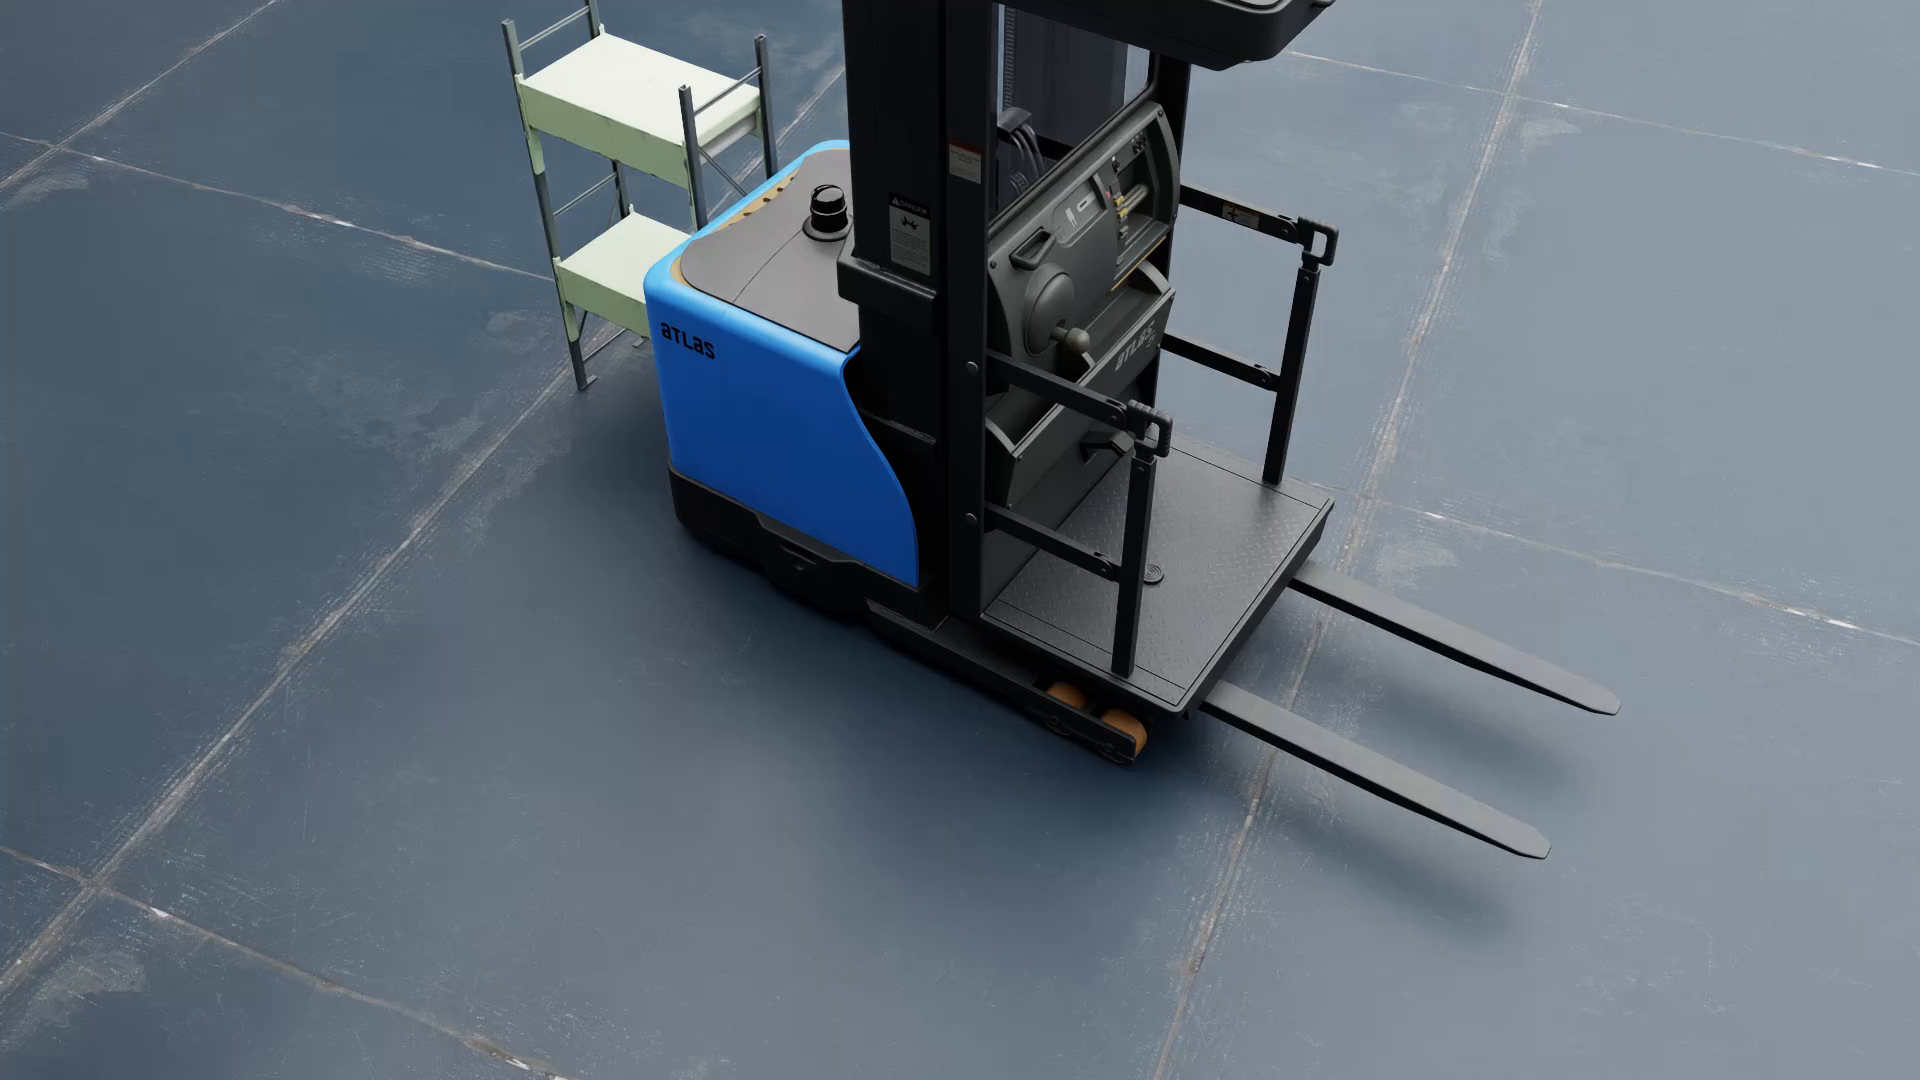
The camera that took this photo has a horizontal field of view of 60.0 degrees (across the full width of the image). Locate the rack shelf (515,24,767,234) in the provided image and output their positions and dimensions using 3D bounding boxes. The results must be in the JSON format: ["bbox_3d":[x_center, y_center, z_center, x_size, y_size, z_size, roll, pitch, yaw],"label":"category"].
[{"bbox_3d":[-1.031,-1.355,5.495,0.720,0.370,0.431,25,50,23],"label":"rack shelf"}]

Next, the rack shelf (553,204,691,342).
[{"bbox_3d":[-1.031,-0.847,6.000,0.720,0.370,0.431,25,50,23],"label":"rack shelf"}]

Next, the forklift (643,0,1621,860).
[{"bbox_3d":[0.525,-0.793,4.469,3.031,2.935,1.130,25,50,23],"label":"forklift"}]

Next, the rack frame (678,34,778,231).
[{"bbox_3d":[-0.726,-0.935,5.626,0.023,1.500,0.400,25,50,23],"label":"rack frame"}]

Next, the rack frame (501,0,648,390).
[{"bbox_3d":[-1.335,-1.221,5.914,0.023,1.500,0.400,25,50,23],"label":"rack frame"}]

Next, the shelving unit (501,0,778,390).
[{"bbox_3d":[-1.031,-1.078,5.770,0.755,1.500,0.431,25,50,23],"label":"shelving unit"}]
